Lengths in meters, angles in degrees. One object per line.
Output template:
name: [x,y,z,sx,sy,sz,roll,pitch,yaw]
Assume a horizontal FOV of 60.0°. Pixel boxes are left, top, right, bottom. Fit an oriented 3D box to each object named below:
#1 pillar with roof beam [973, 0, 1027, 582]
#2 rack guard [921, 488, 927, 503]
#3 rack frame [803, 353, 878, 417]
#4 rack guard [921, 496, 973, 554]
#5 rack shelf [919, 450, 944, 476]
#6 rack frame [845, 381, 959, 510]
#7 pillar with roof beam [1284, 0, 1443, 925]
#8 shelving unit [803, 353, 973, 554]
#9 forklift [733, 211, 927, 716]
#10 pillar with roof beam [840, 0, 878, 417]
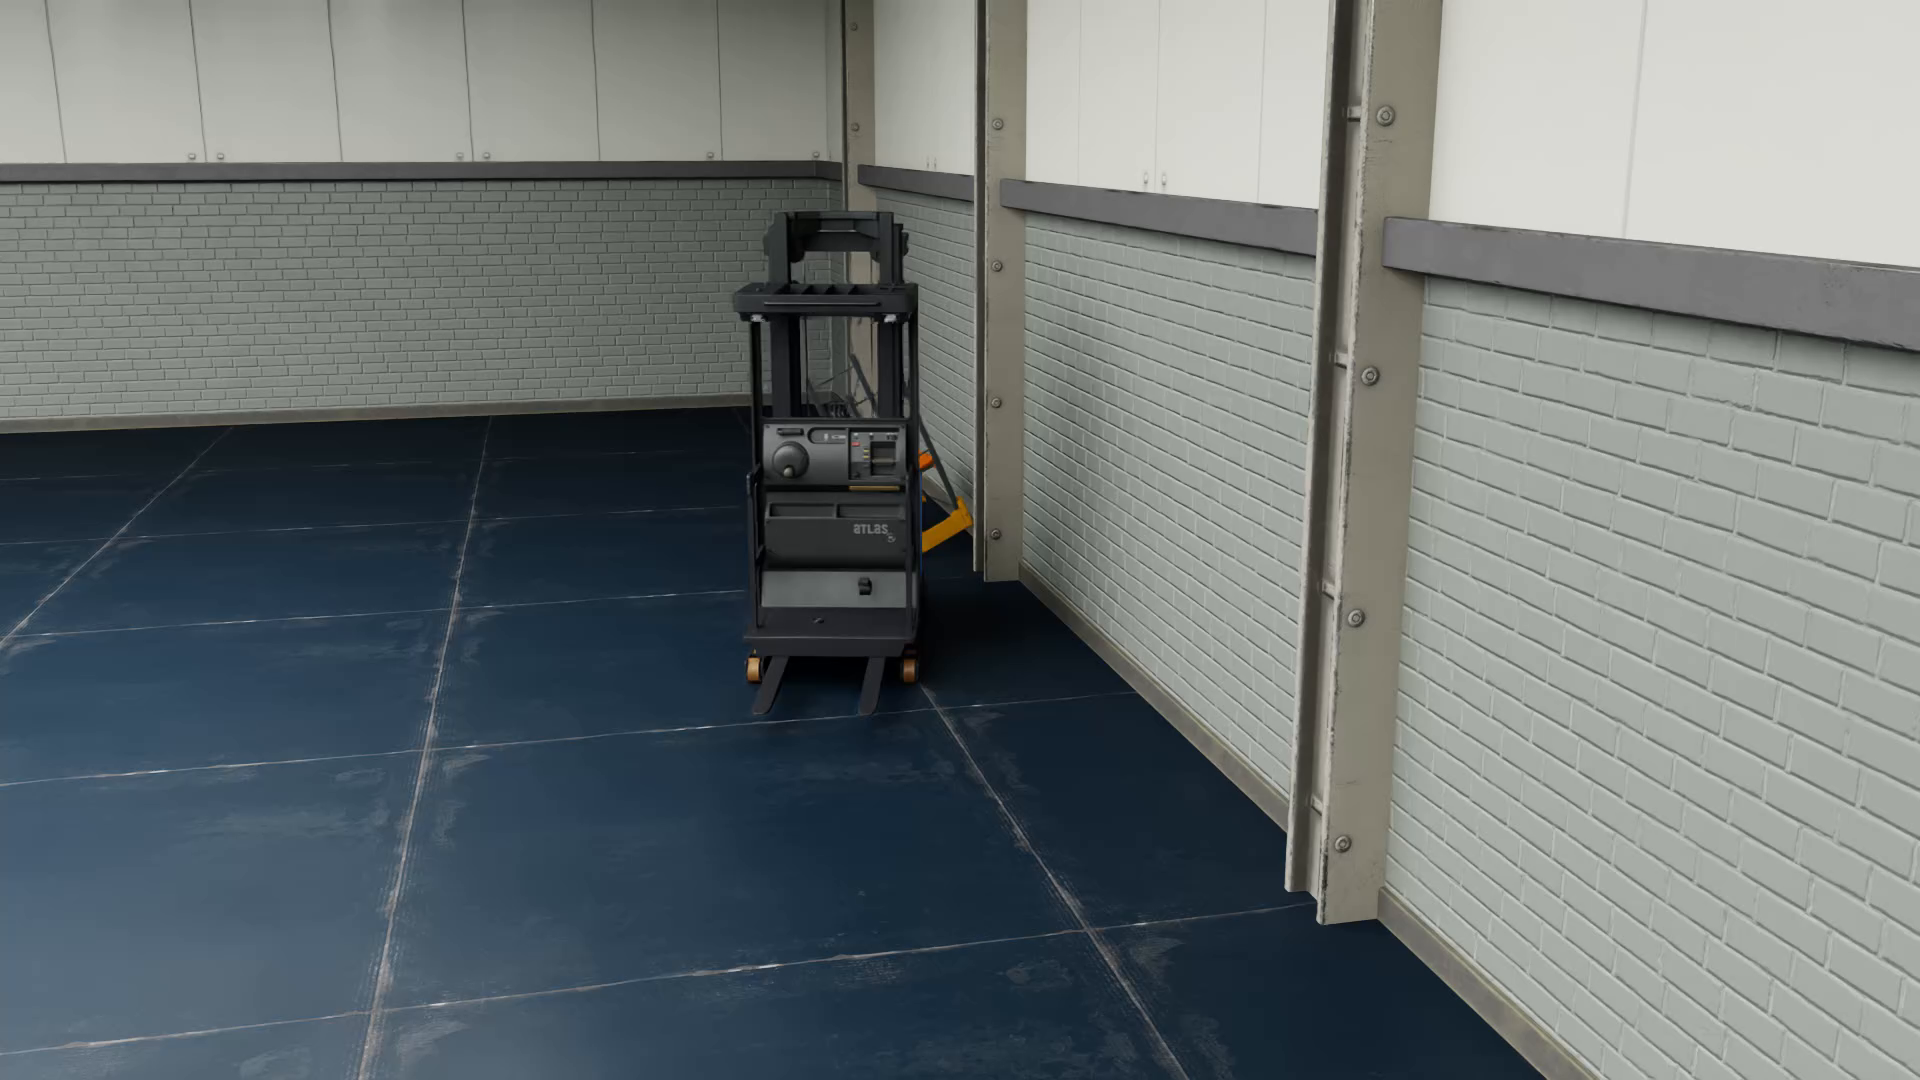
pillar with roof beam: [-3.881,-3.855,11.245,9.100,9.000,0.400,-3,14,-13]
rack guard: [-0.597,-0.323,14.756,0.587,0.250,0.087,-31,23,-15]
rack frame: [-0.842,-0.855,14.537,0.500,1.500,0.032,-31,23,-15]
rack guard: [-0.189,-0.111,13.872,0.587,0.250,0.087,-31,23,-15]
rack shelf: [-0.566,-0.595,14.154,0.538,0.185,1.000,-31,23,-15]
rack frame: [-0.426,-0.638,13.635,0.500,1.500,0.032,-31,23,-15]
pillar with roof beam: [-2.472,-2.471,5.579,9.100,9.000,0.400,-3,14,-13]
shelving unit: [-0.630,-0.745,14.078,0.587,1.500,1.083,-31,23,-15]
forklift: [-0.815,-0.577,10.614,1.130,2.935,3.031,0,14,1]
pillar with roof beam: [-5.291,-5.239,16.910,9.100,9.000,0.400,-3,14,-13]
